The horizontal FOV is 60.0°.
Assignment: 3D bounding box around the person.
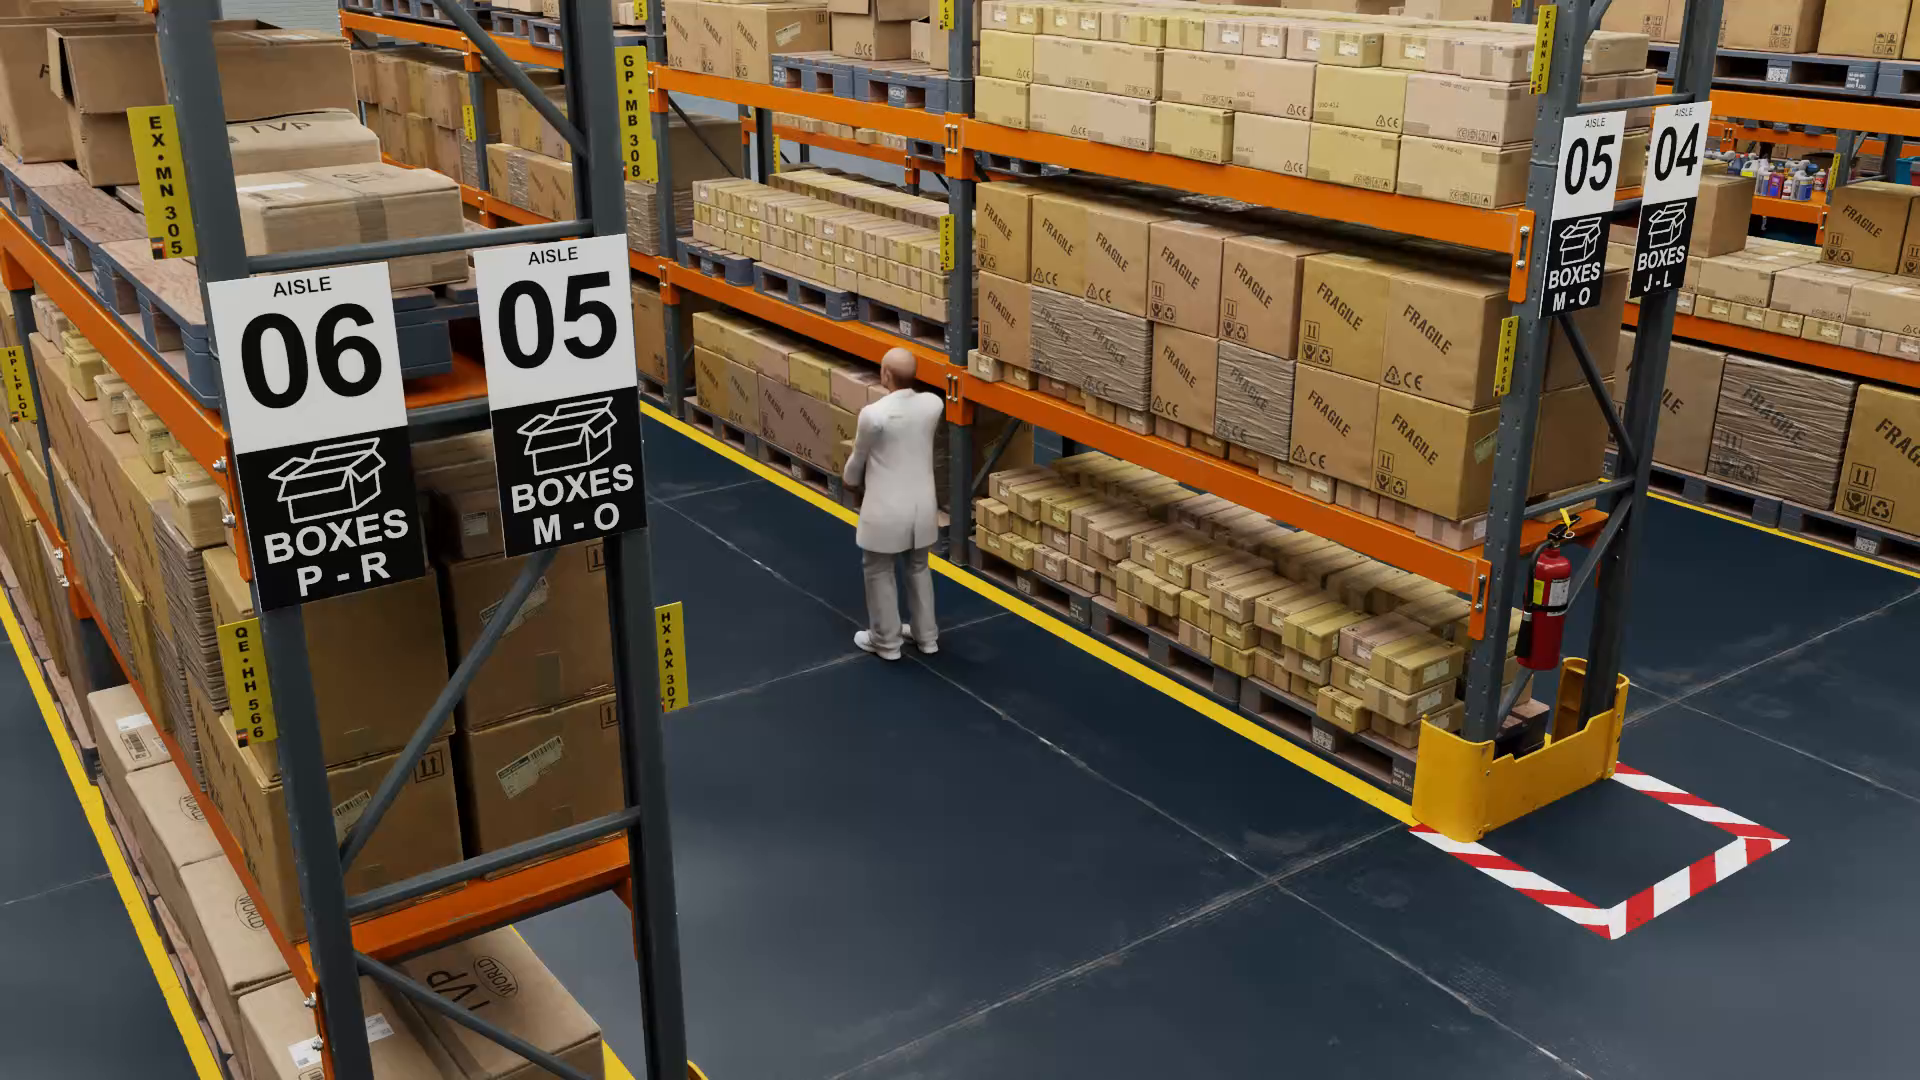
[{"bbox_3d":[-0.395,-0.224,9.189,0.525,1.779,0.545,-15,25,-33],"label":"person"}]
